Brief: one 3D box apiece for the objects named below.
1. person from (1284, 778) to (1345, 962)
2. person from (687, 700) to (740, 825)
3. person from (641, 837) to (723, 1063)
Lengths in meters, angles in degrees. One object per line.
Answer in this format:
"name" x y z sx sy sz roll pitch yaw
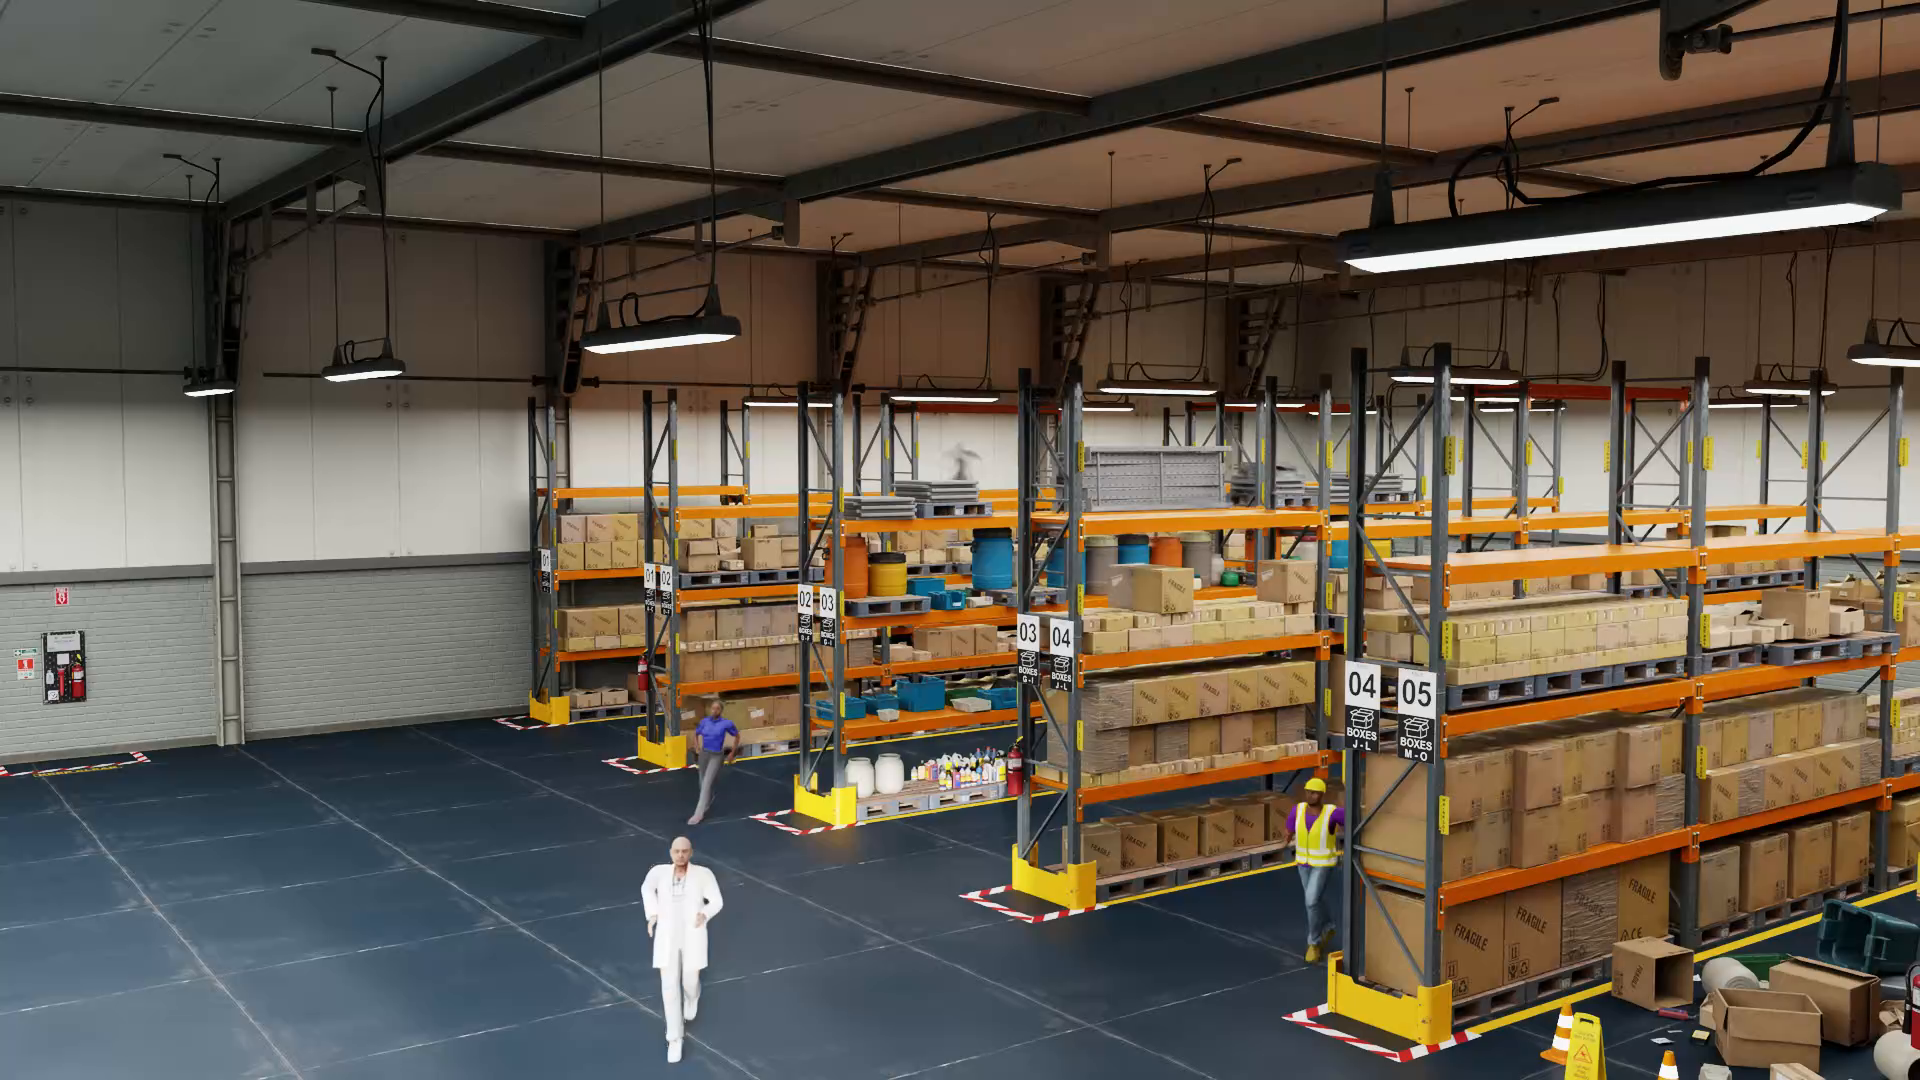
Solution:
"person" 3.583 3.300 16.793 0.769 1.825 0.676 -3 5 -44
"person" -3.384 3.003 22.700 0.662 1.625 0.922 1 4 17
"person" -2.391 3.432 14.268 0.710 1.788 1.034 0 3 -5
